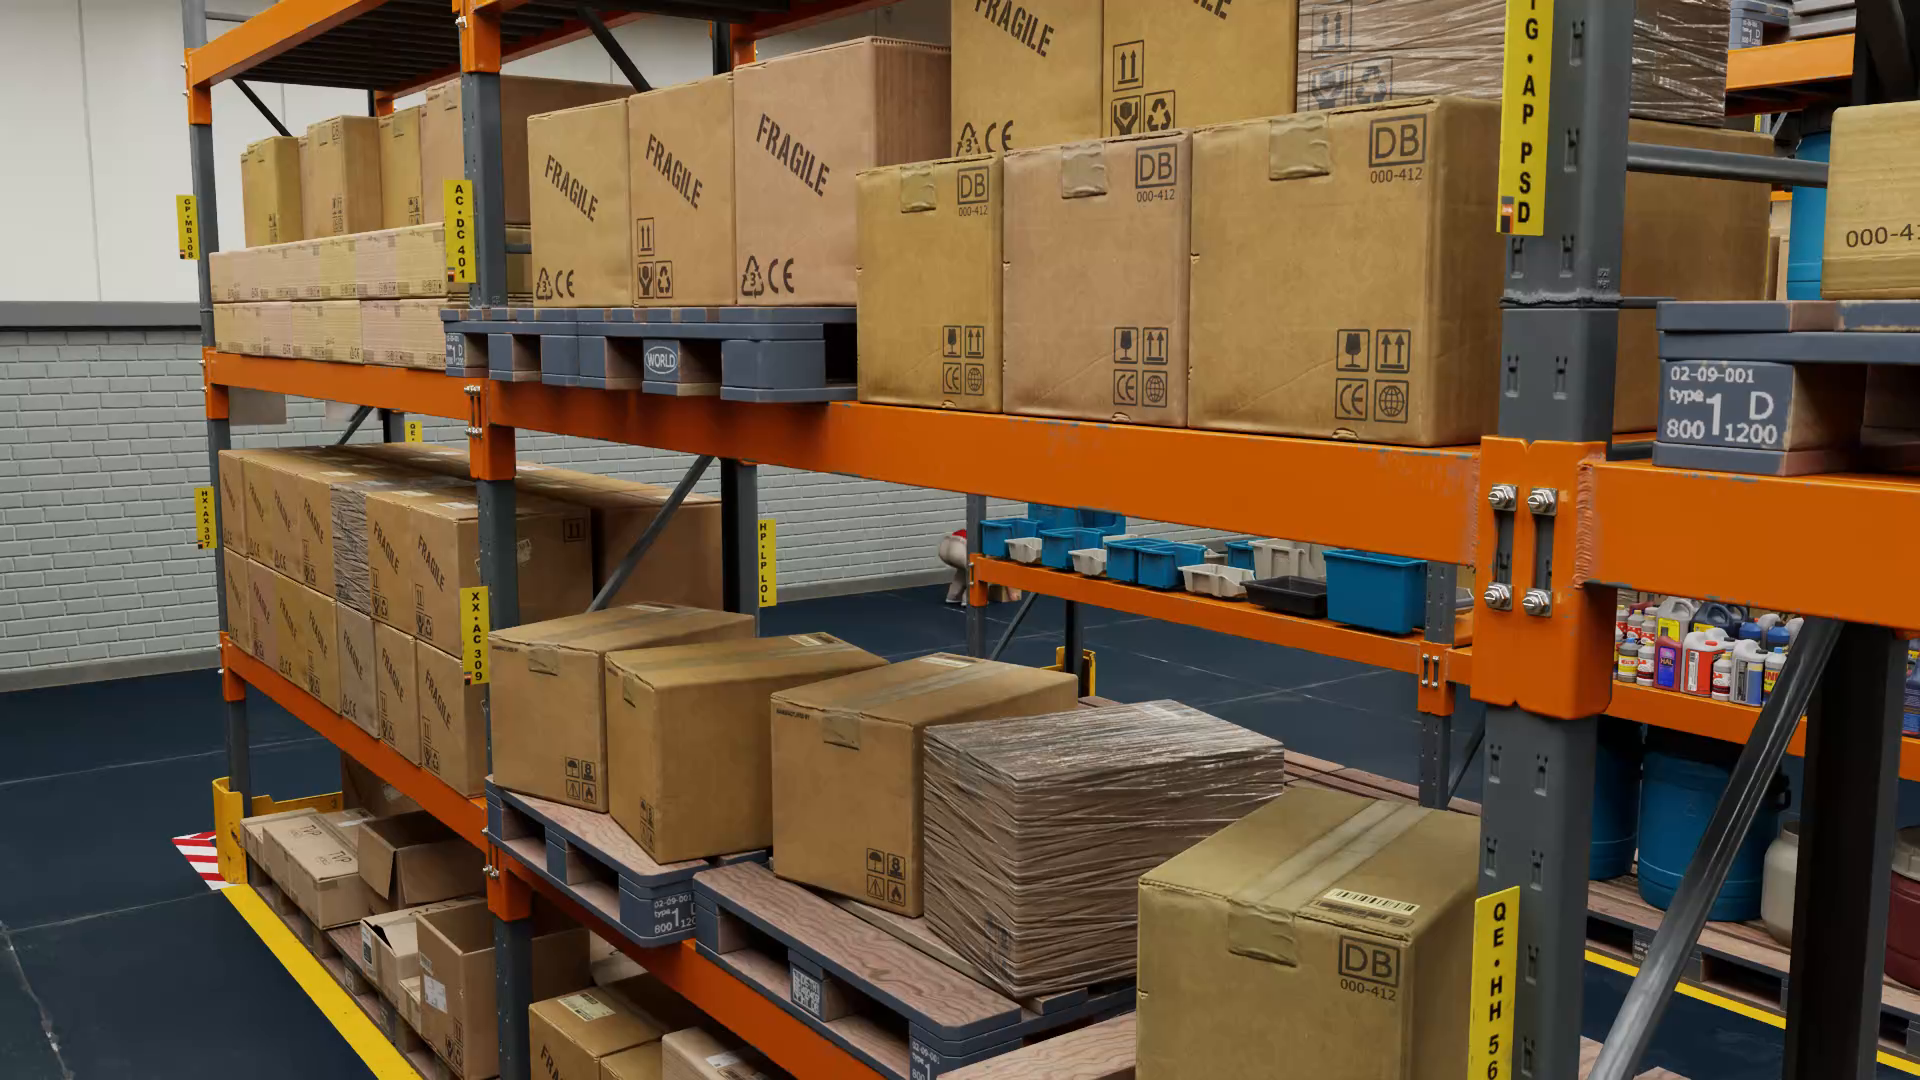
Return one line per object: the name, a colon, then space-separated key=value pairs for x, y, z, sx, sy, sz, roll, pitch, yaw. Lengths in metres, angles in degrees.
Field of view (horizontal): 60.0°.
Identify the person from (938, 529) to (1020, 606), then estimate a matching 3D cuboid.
person: x=0.207 y=0.274 z=17.401 sx=0.954 sy=0.814 sz=0.536 roll=-6 pitch=10 yaw=-38
